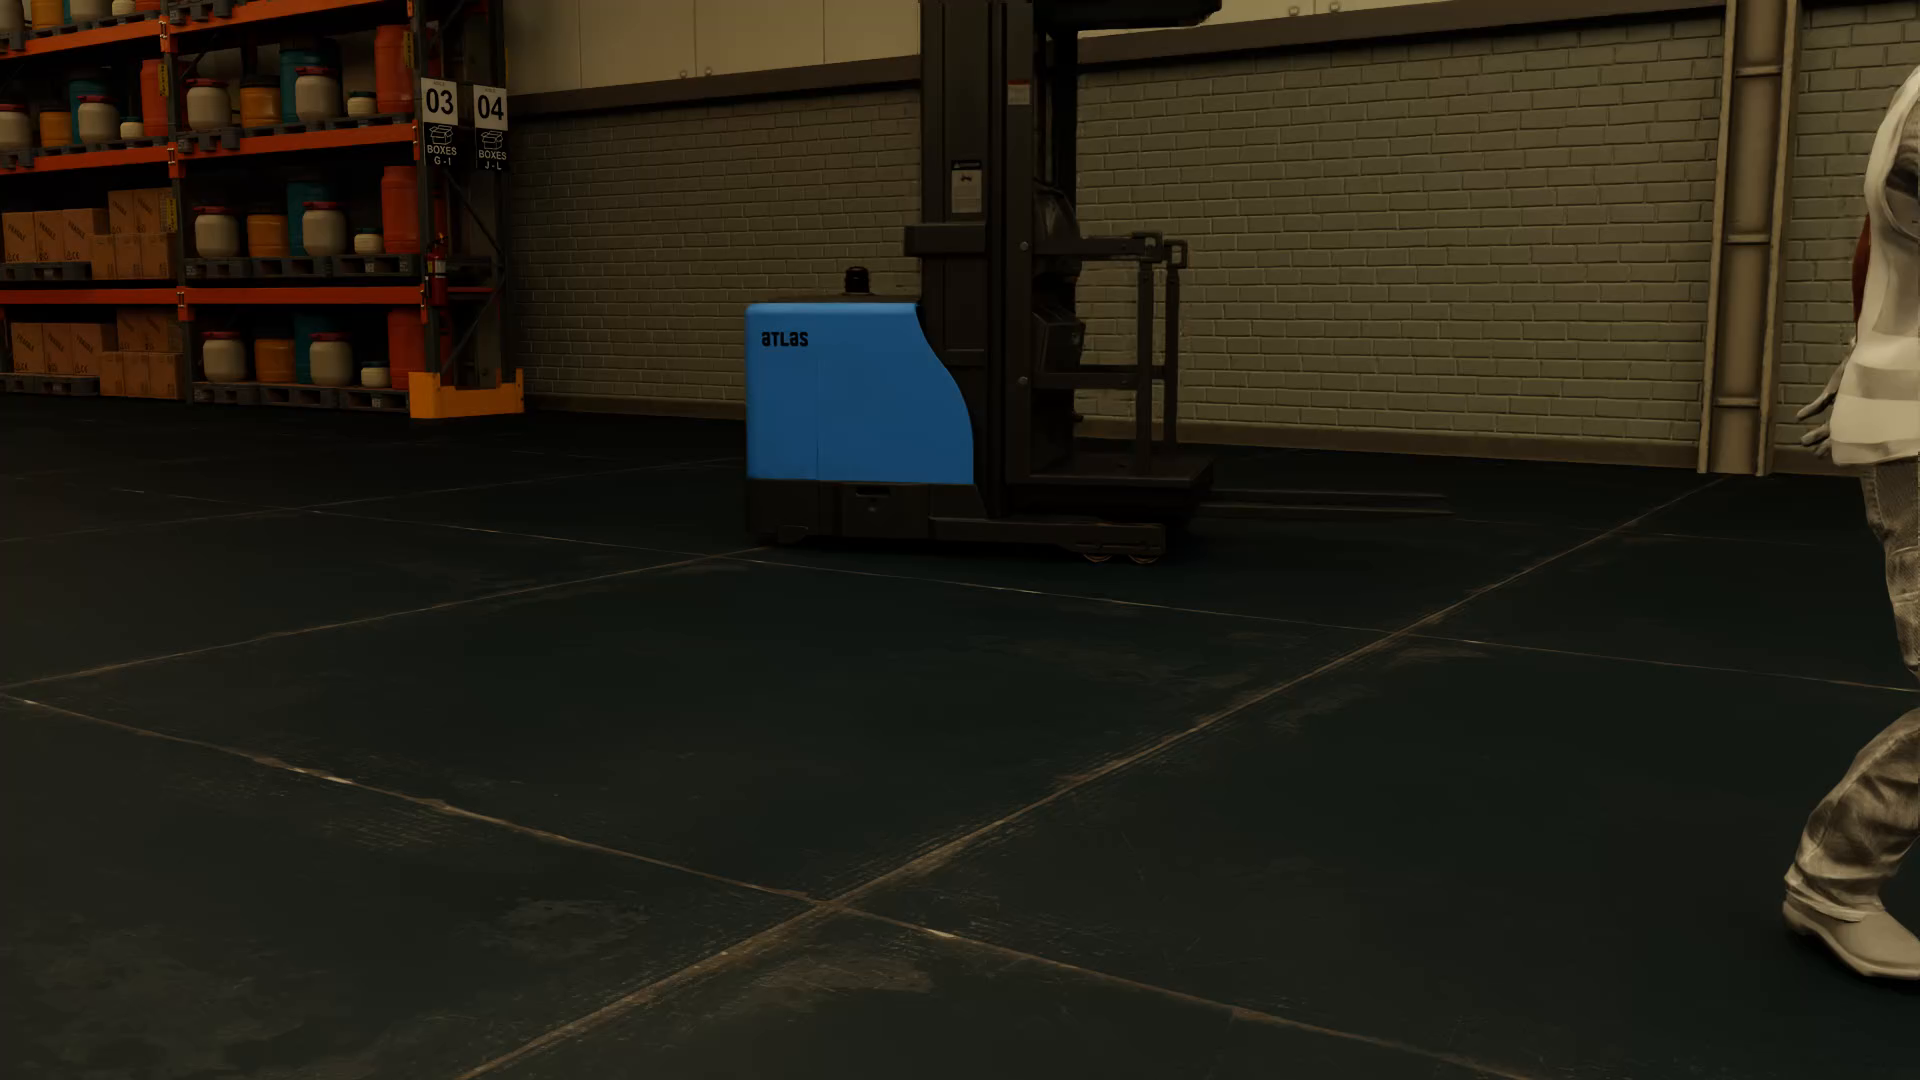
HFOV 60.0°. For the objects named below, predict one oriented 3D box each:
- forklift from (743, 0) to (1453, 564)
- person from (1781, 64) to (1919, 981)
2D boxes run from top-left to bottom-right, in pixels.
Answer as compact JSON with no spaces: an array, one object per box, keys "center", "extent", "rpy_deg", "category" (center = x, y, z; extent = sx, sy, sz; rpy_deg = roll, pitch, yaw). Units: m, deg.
[{"center":[0.615,-1.433,7.271],"extent":[3.031,2.935,1.130],"rpy_deg":[2,8,13],"category":"forklift"},{"center":[1.571,-0.122,2.571],"extent":[0.629,1.776,0.844],"rpy_deg":[-5,10,-33],"category":"person"}]
